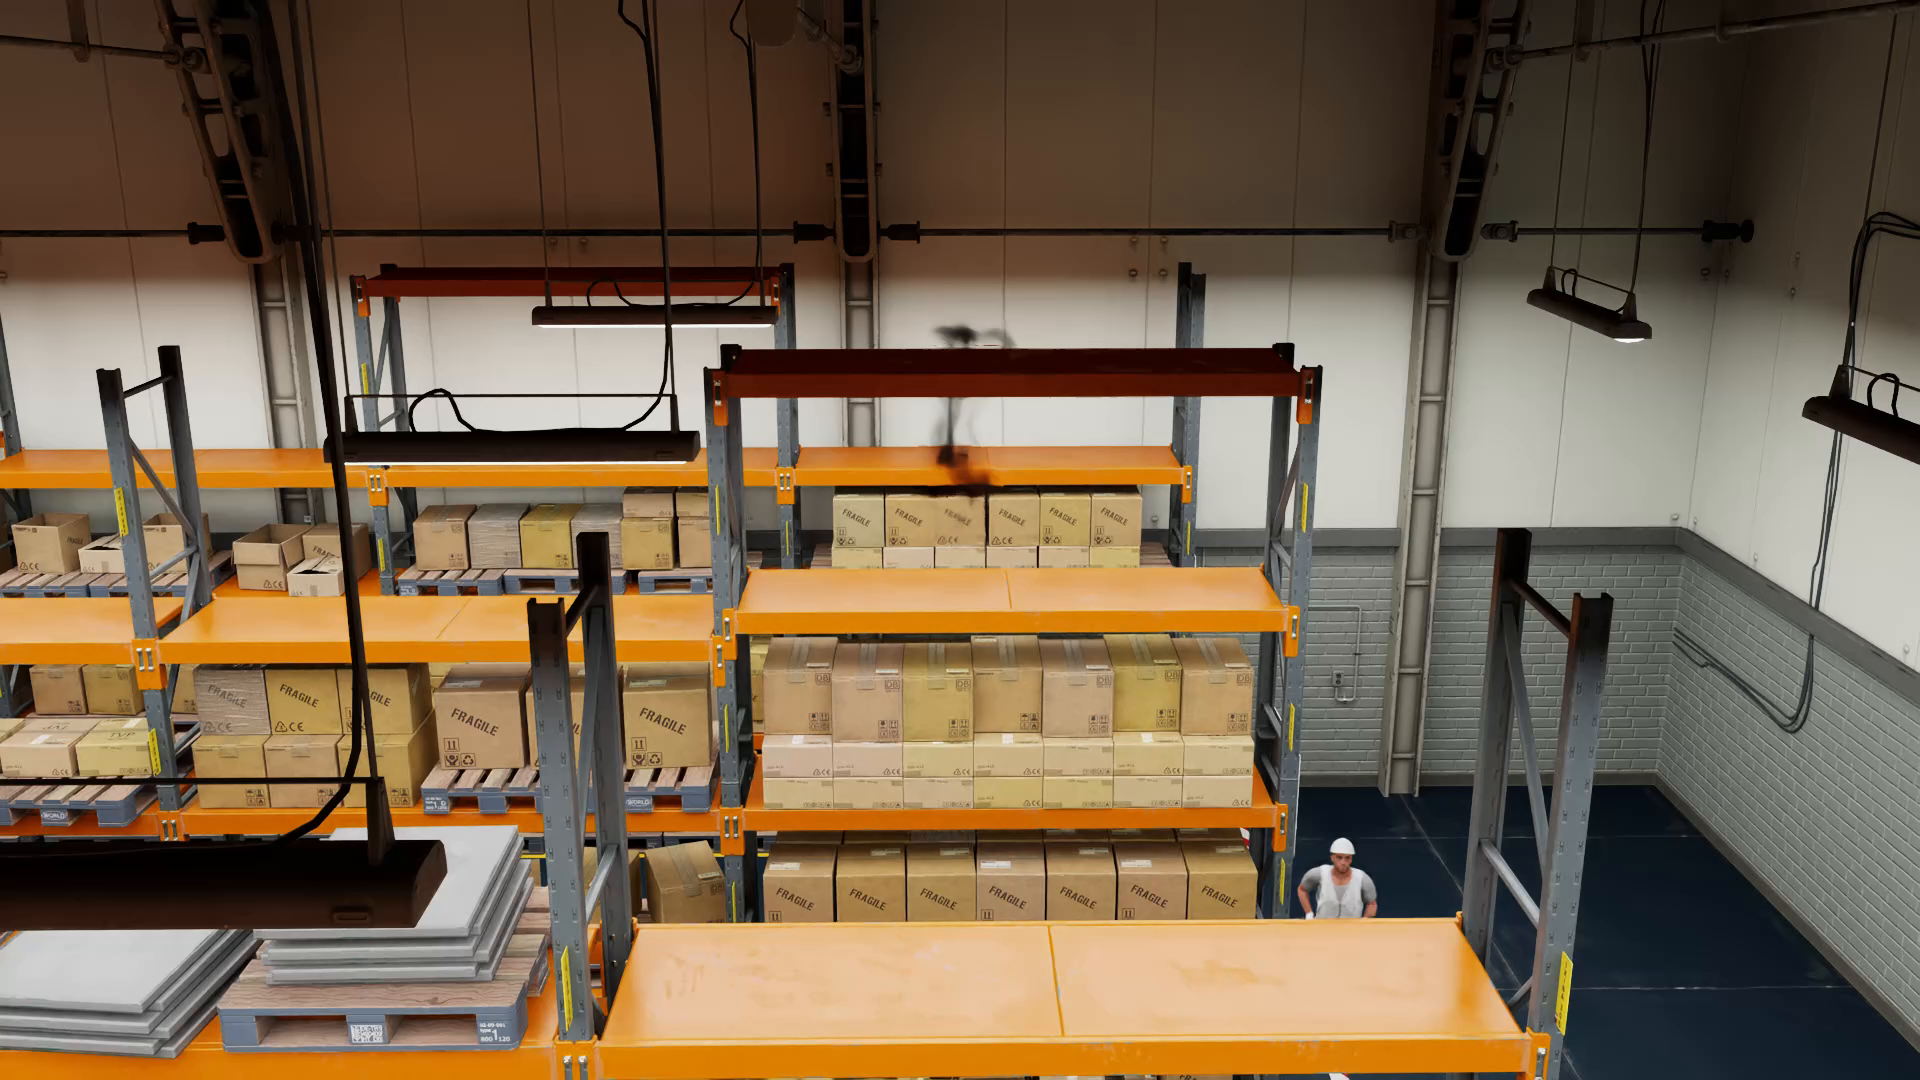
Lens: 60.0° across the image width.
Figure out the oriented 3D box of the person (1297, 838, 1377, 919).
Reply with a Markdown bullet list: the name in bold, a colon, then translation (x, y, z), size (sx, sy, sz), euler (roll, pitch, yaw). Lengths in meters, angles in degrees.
- **person**: translation (3.171, 3.320, 14.054), size (0.655, 1.767, 0.808), euler (2, 16, 9)
